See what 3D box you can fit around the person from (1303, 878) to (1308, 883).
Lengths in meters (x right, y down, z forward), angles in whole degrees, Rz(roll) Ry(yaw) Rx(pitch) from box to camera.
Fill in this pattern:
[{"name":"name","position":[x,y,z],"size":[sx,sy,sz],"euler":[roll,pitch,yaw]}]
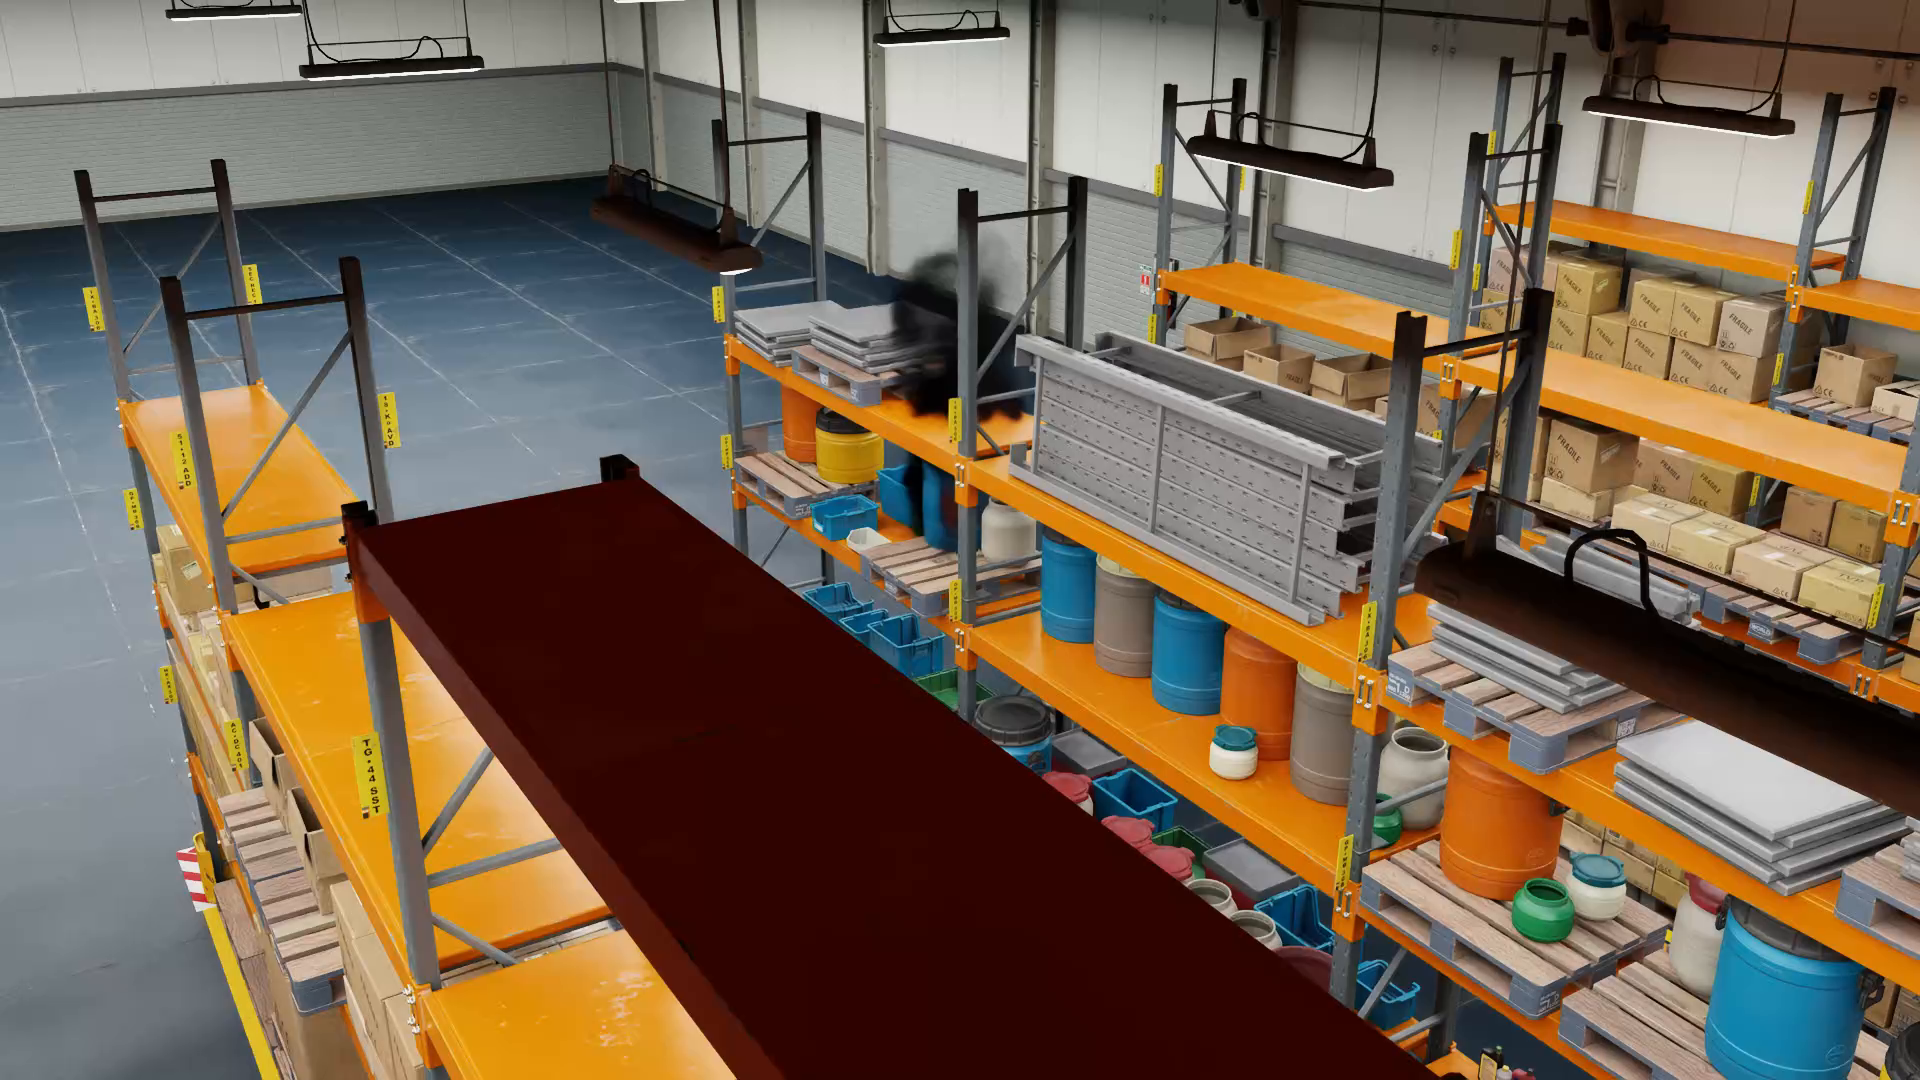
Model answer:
[{"name":"person","position":[2.646,2.024,13.476],"size":[0.828,1.596,0.548],"euler":[19,29,39]}]

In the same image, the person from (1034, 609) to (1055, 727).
[{"name":"person","position":[0.944,1.007,15.779],"size":[0.648,1.744,0.632],"euler":[-19,29,-39]}]
